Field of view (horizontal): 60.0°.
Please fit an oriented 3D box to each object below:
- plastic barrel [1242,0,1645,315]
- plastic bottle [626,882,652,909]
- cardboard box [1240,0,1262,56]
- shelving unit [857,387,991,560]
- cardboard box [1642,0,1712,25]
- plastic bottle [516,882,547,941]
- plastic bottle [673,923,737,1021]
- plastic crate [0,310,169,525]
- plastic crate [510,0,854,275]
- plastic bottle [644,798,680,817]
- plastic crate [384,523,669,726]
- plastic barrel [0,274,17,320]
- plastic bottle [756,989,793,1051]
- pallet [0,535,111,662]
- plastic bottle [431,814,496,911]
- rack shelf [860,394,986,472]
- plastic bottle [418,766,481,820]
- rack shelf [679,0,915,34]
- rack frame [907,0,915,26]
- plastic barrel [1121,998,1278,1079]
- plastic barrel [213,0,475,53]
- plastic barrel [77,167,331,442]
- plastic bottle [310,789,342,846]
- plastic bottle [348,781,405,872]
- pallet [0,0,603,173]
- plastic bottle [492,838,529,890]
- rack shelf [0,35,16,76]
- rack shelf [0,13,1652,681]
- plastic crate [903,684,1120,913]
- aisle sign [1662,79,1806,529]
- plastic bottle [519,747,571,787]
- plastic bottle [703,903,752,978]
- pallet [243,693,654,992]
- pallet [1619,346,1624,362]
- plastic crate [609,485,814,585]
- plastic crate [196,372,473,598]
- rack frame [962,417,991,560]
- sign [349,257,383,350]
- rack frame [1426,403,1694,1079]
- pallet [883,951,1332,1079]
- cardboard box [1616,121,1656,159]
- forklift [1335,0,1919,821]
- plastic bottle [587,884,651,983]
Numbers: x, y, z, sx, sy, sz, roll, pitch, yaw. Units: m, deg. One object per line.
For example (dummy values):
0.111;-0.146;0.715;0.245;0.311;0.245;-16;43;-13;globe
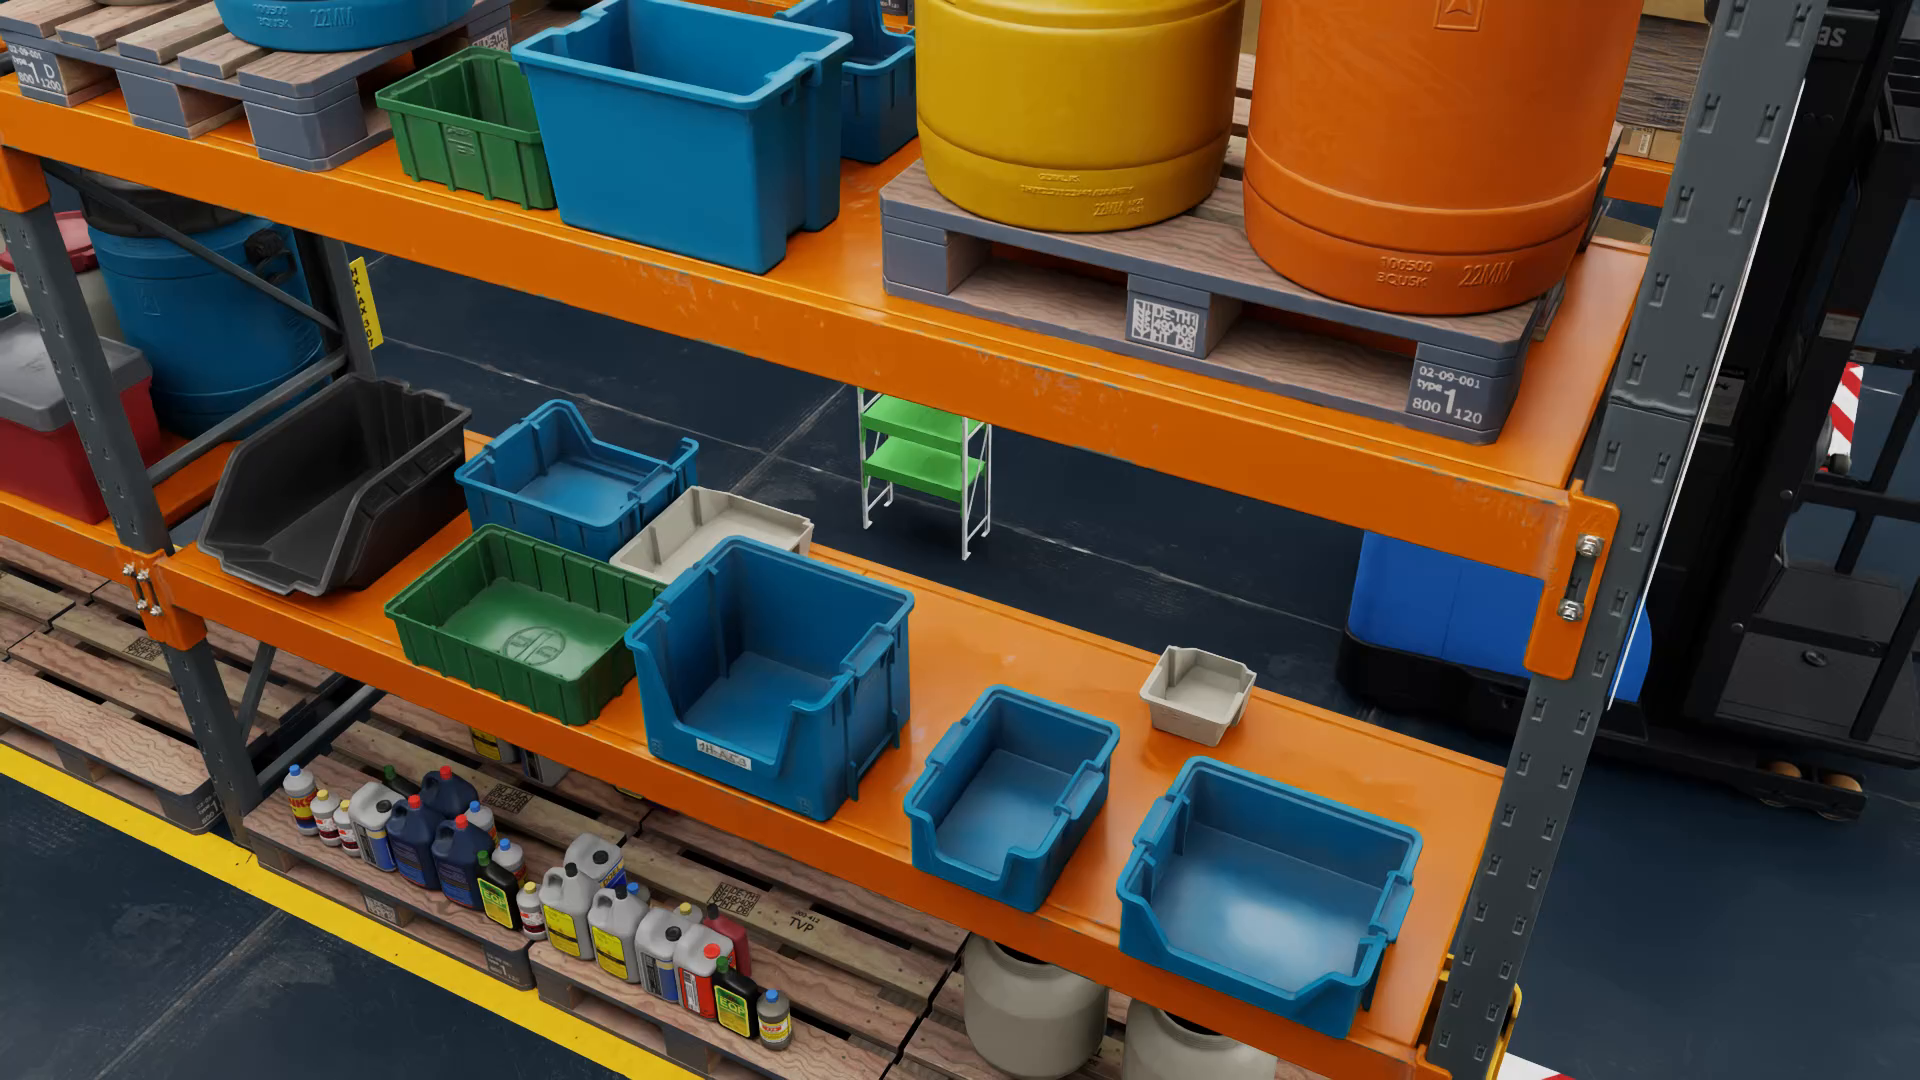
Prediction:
0.797;-0.868;2.729;0.708;0.830;0.600;17;41;21;plastic barrel
-1.012;1.152;5.203;0.097;0.201;0.097;0;37;0;plastic bottle
1.727;-2.635;7.912;0.500;0.500;0.875;17;41;21;cardboard box
-0.147;-0.524;6.948;0.503;1.200;0.258;17;41;21;shelving unit
2.962;-2.504;6.912;0.500;0.500;0.500;17;41;21;cardboard box
-1.331;1.150;5.205;0.097;0.201;0.097;0;37;0;plastic bottle
-0.757;1.281;4.970;0.135;0.276;0.152;18;41;22;plastic bottle
-2.836;-0.376;5.212;0.583;0.464;0.402;17;41;21;plastic crate
-0.545;-0.825;3.388;0.575;0.384;0.392;17;41;21;plastic crate
-1.010;0.798;5.600;0.133;0.283;0.061;17;41;21;plastic bottle
-1.190;0.233;4.637;0.662;0.188;0.450;17;41;21;plastic crate
-3.370;-0.776;5.905;0.301;0.262;0.301;0;37;0;plastic barrel
-0.546;1.396;4.881;0.097;0.201;0.097;0;37;0;plastic bottle
-4.068;0.194;6.820;1.213;0.211;1.003;17;41;21;pallet
-1.572;0.999;5.280;0.185;0.351;0.144;16;40;20;plastic bottle
-0.147;-0.473;6.987;0.480;0.148;0.258;17;41;21;rack shelf
-1.673;0.869;5.451;0.185;0.351;0.144;17;41;21;plastic bottle
-1.763;-3.309;9.723;4.000;0.370;1.077;17;41;21;rack shelf
0.013;-3.040;8.773;0.127;3.000;1.000;17;41;21;rack frame
0.667;1.414;4.617;0.421;0.512;0.421;0;37;0;plastic barrel
-1.431;-1.608;3.644;0.708;0.901;0.600;17;41;21;plastic barrel
-2.469;-0.850;5.474;0.708;0.901;0.600;17;41;21;plastic barrel
-2.094;0.911;5.519;0.097;0.201;0.097;0;37;0;plastic bottle
-1.884;0.928;5.435;0.135;0.276;0.152;19;41;23;plastic bottle
-1.580;-1.352;4.225;1.003;0.211;1.213;17;41;21;pallet
-1.424;1.052;5.276;0.097;0.271;0.097;0;37;0;plastic bottle
-4.041;-1.845;5.313;4.000;0.370;1.077;17;41;21;rack shelf
-0.489;-0.733;3.848;4.000;0.370;1.077;17;41;21;rack shelf
0.131;0.629;4.064;0.408;0.251;0.499;17;41;21;plastic crate
1.485;-0.441;3.200;0.004;0.787;0.394;17;41;21;aisle sign
-1.436;0.693;5.744;0.135;0.276;0.152;17;41;21;plastic bottle
-0.709;1.221;5.043;0.133;0.283;0.061;17;41;21;plastic bottle
-1.688;0.939;5.838;1.213;0.211;1.003;17;41;21;pallet
2.792;-1.083;8.502;1.213;0.211;1.003;17;41;21;pallet
-0.707;0.040;4.934;0.437;0.136;0.530;17;41;21;plastic crate
-1.859;-0.142;5.007;0.504;0.338;0.767;17;41;21;plastic crate
0.070;-0.456;6.858;0.015;1.200;0.240;17;41;21;rack frame
-2.002;-0.783;5.572;0.005;0.325;0.100;17;41;21;sign
1.287;0.732;3.805;0.127;3.000;1.000;17;41;21;rack frame
0.479;1.618;4.944;1.213;0.211;1.003;17;41;21;pallet
2.995;-1.866;7.435;0.250;0.149;0.380;17;41;21;cardboard box
3.028;-0.531;5.526;3.031;2.935;1.130;12;39;16;forklift
-1.029;1.169;5.056;0.185;0.351;0.144;19;41;23;plastic bottle
